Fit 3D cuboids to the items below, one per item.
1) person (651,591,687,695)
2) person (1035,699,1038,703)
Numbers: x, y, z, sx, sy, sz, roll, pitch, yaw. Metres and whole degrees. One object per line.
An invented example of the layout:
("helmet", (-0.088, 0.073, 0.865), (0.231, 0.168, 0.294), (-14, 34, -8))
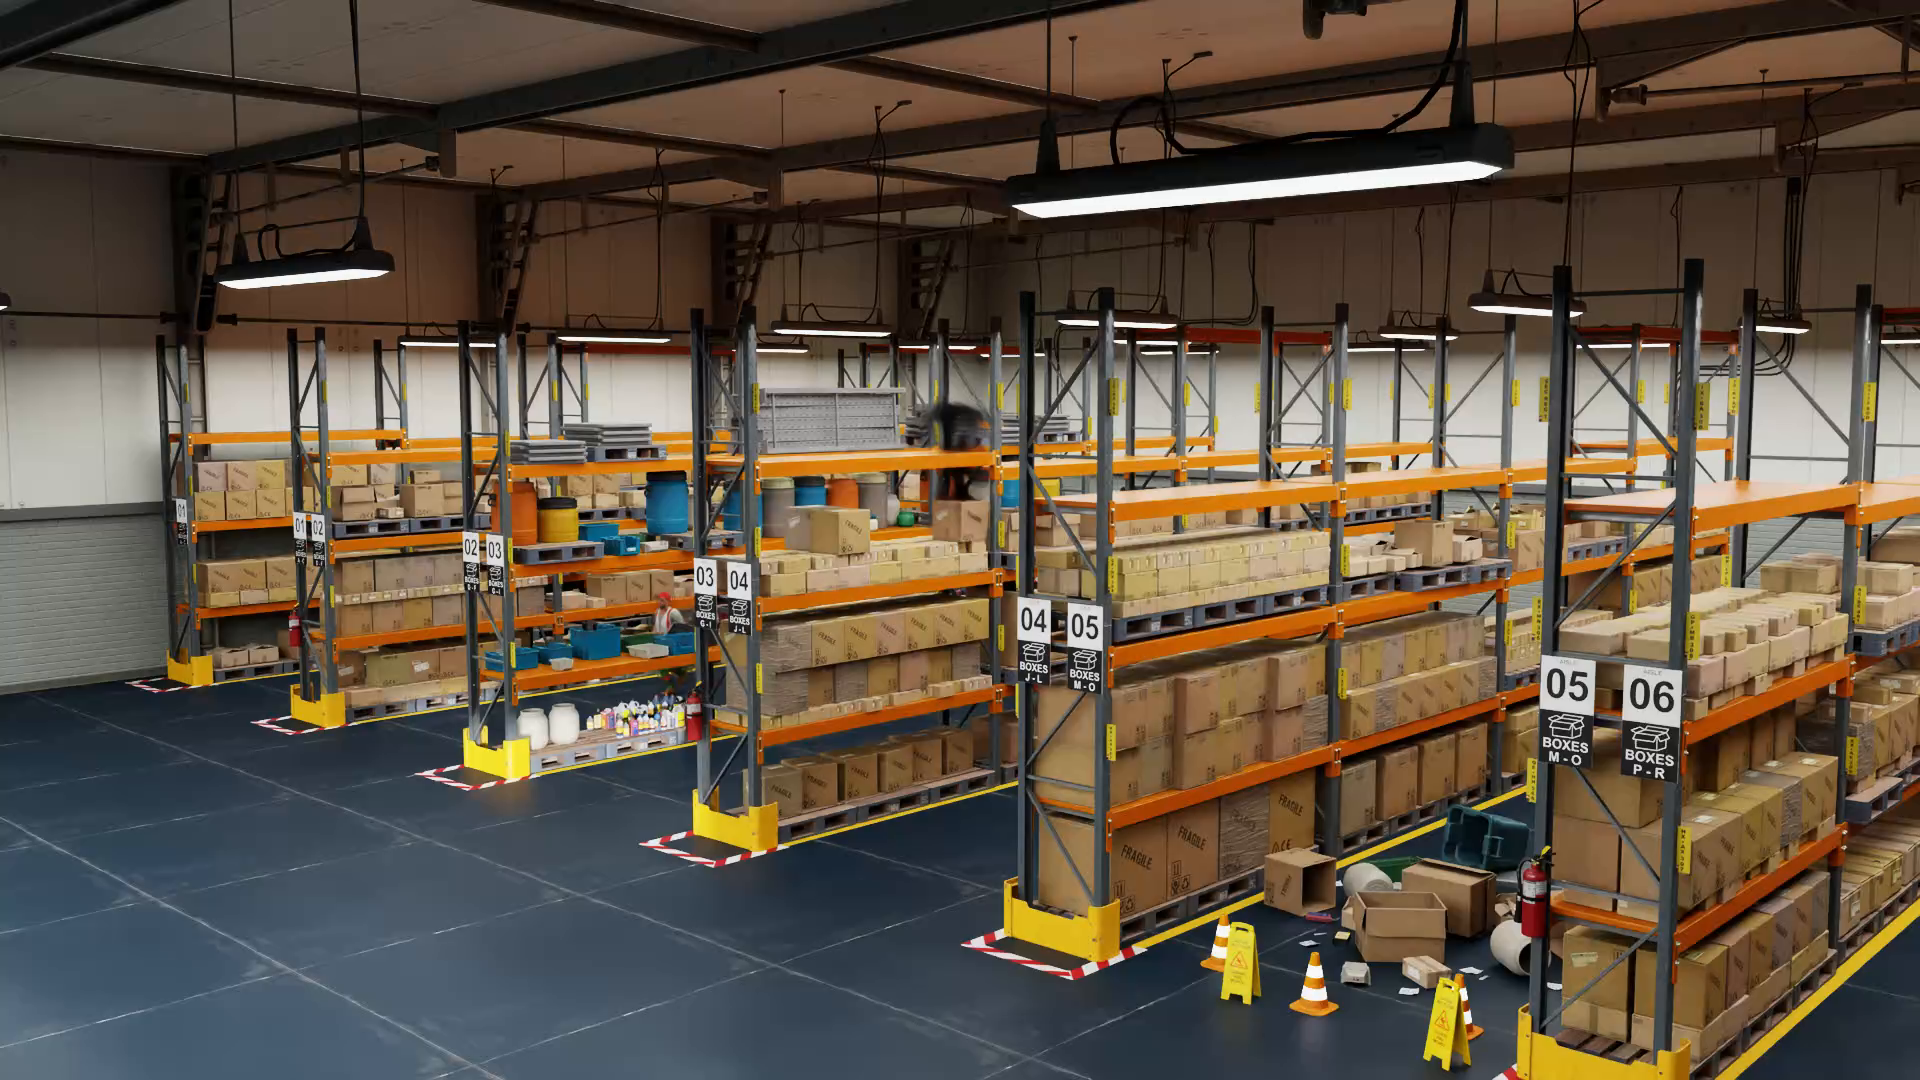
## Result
("person", (-4.865, 1.712, 27.638), (0.660, 1.728, 0.645), (4, 7, 35))
("person", (1.161, 1.827, 26.579), (0.643, 1.762, 0.735), (3, 6, 33))
